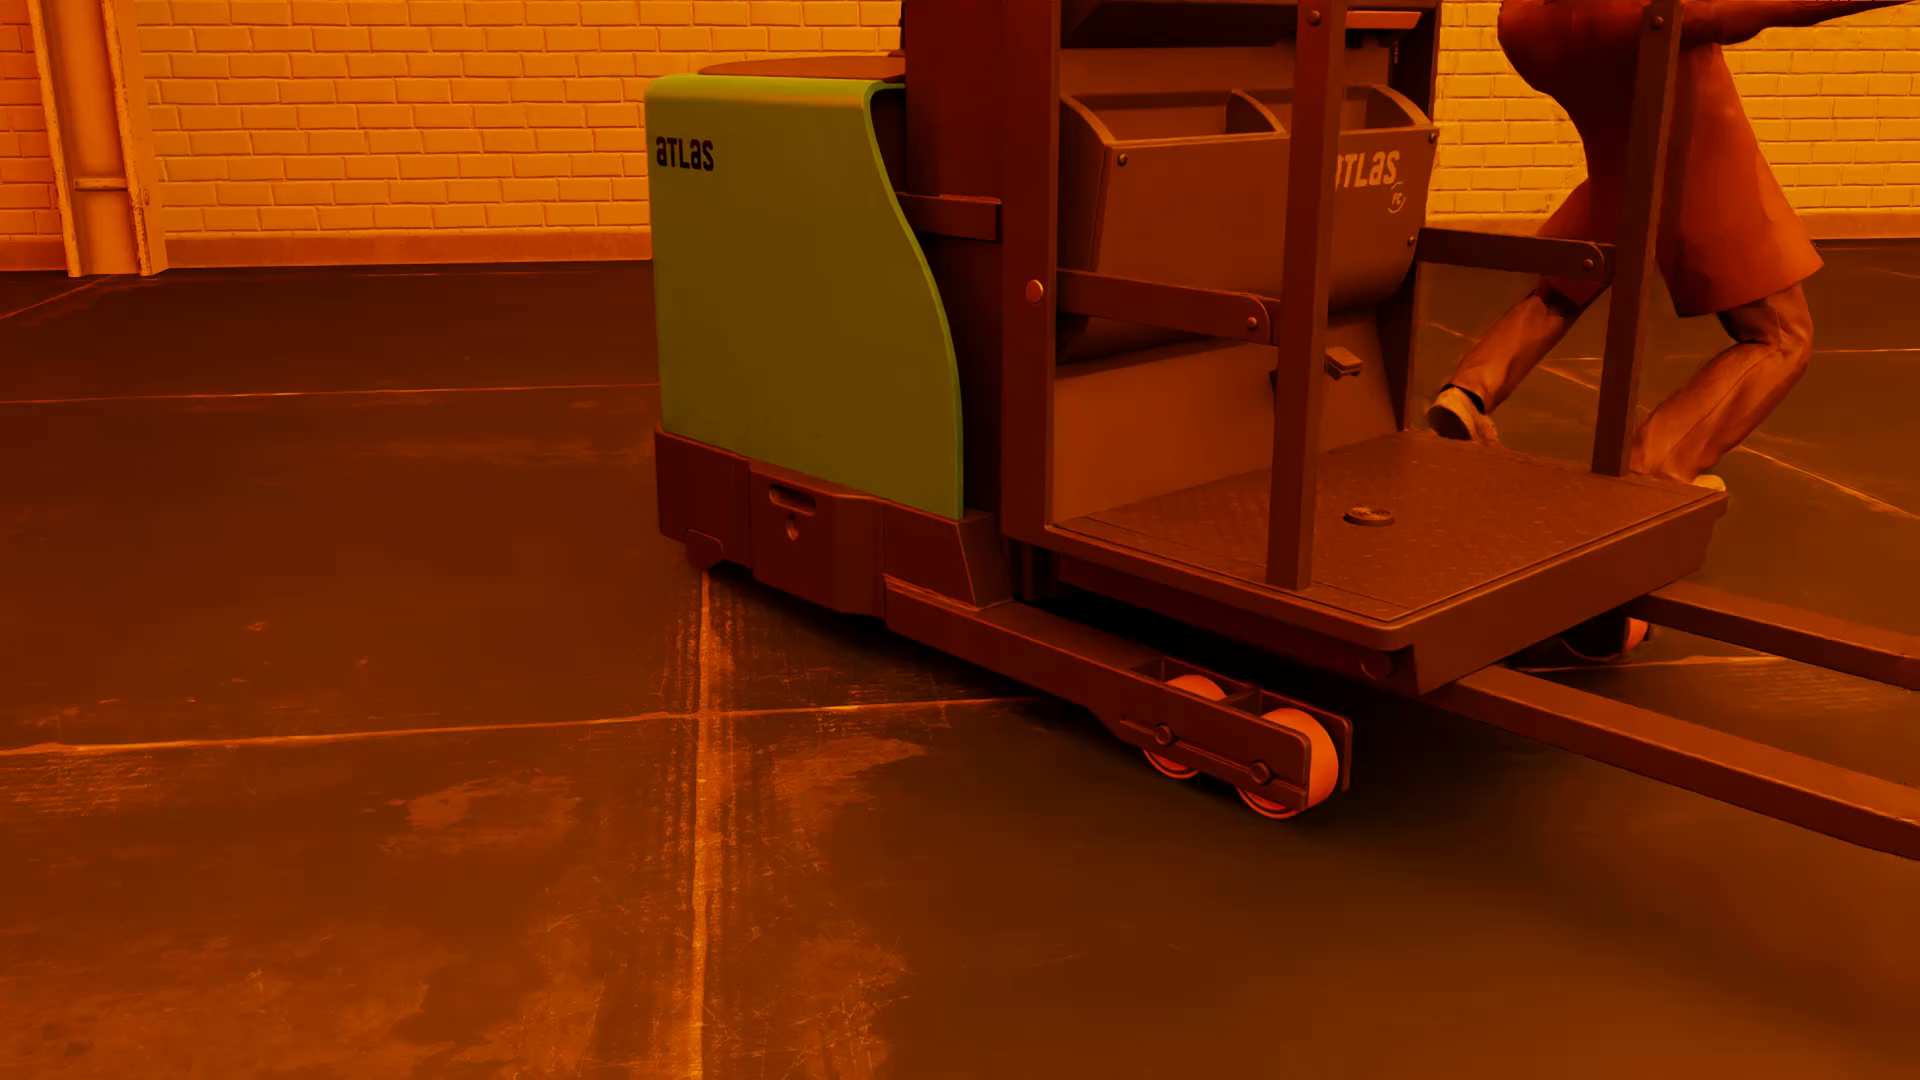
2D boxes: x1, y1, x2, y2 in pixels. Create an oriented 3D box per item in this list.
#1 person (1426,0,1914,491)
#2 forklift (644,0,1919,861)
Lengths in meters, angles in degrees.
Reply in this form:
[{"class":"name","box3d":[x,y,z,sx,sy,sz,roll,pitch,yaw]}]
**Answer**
[{"class":"person","box3d":[1.730,-0.848,3.871,0.674,1.641,1.105,-14,22,-39]},{"class":"forklift","box3d":[0.677,-1.142,2.677,1.130,2.935,3.031,-15,22,-40]}]
